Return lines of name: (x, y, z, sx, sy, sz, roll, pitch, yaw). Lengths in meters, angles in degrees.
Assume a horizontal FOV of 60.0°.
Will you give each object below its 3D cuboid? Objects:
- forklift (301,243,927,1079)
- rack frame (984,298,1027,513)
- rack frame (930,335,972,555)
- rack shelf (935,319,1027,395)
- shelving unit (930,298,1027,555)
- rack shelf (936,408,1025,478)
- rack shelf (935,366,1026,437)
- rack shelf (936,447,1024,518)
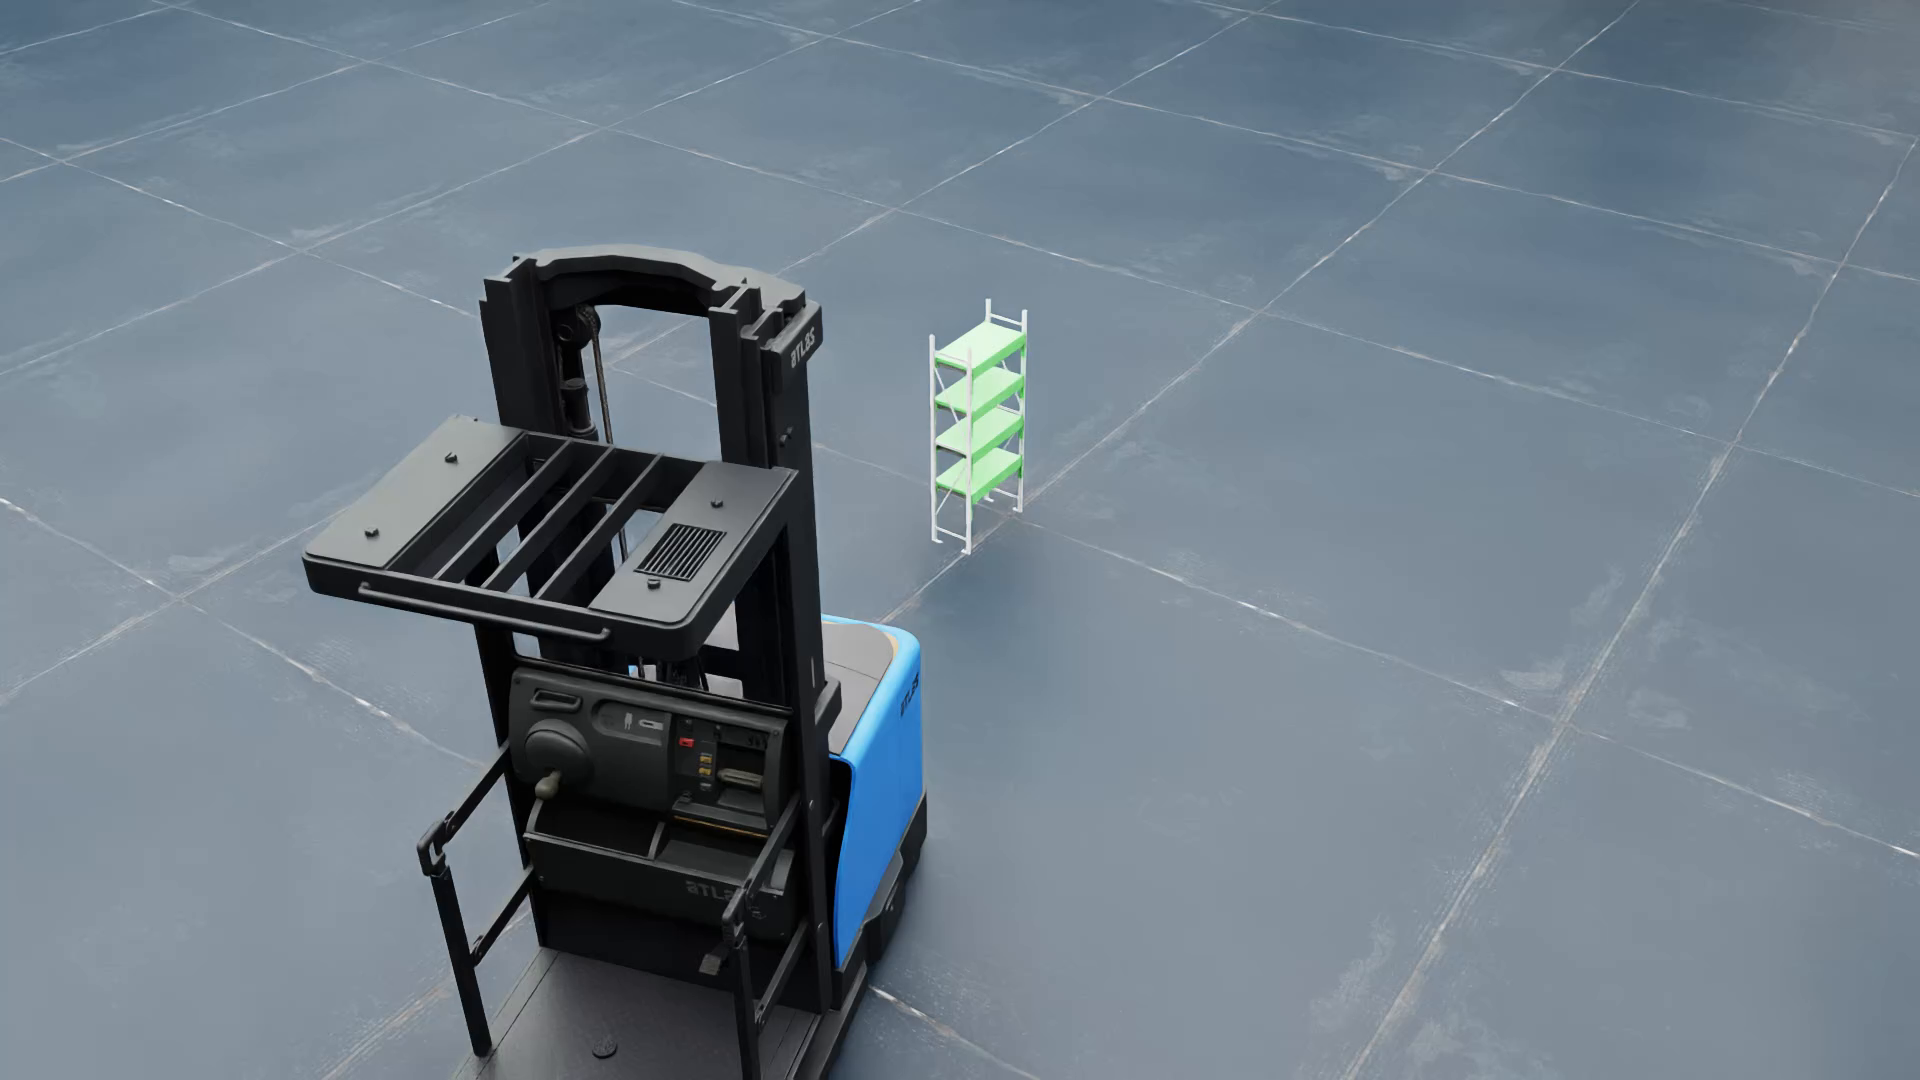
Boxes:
forklift: (-1.050, 0.733, 5.050, 1.130, 2.935, 3.031, 10, 35, 14)
rack frame: (0.234, -0.685, 8.693, 0.240, 1.200, 0.015, 21, 39, 28)
rack frame: (-0.045, -0.461, 8.360, 0.240, 1.200, 0.015, 21, 39, 28)
rack shelf: (0.094, -0.918, 8.293, 0.258, 0.148, 0.480, 21, 39, 28)
shelving unit: (0.094, -0.573, 8.527, 0.258, 1.200, 0.503, 21, 39, 28)
rack shelf: (0.094, -0.520, 8.562, 0.258, 0.148, 0.480, 21, 39, 28)
rack shelf: (0.094, -0.719, 8.428, 0.258, 0.148, 0.480, 21, 39, 28)
rack shelf: (0.094, -0.321, 8.697, 0.258, 0.148, 0.480, 21, 39, 28)
